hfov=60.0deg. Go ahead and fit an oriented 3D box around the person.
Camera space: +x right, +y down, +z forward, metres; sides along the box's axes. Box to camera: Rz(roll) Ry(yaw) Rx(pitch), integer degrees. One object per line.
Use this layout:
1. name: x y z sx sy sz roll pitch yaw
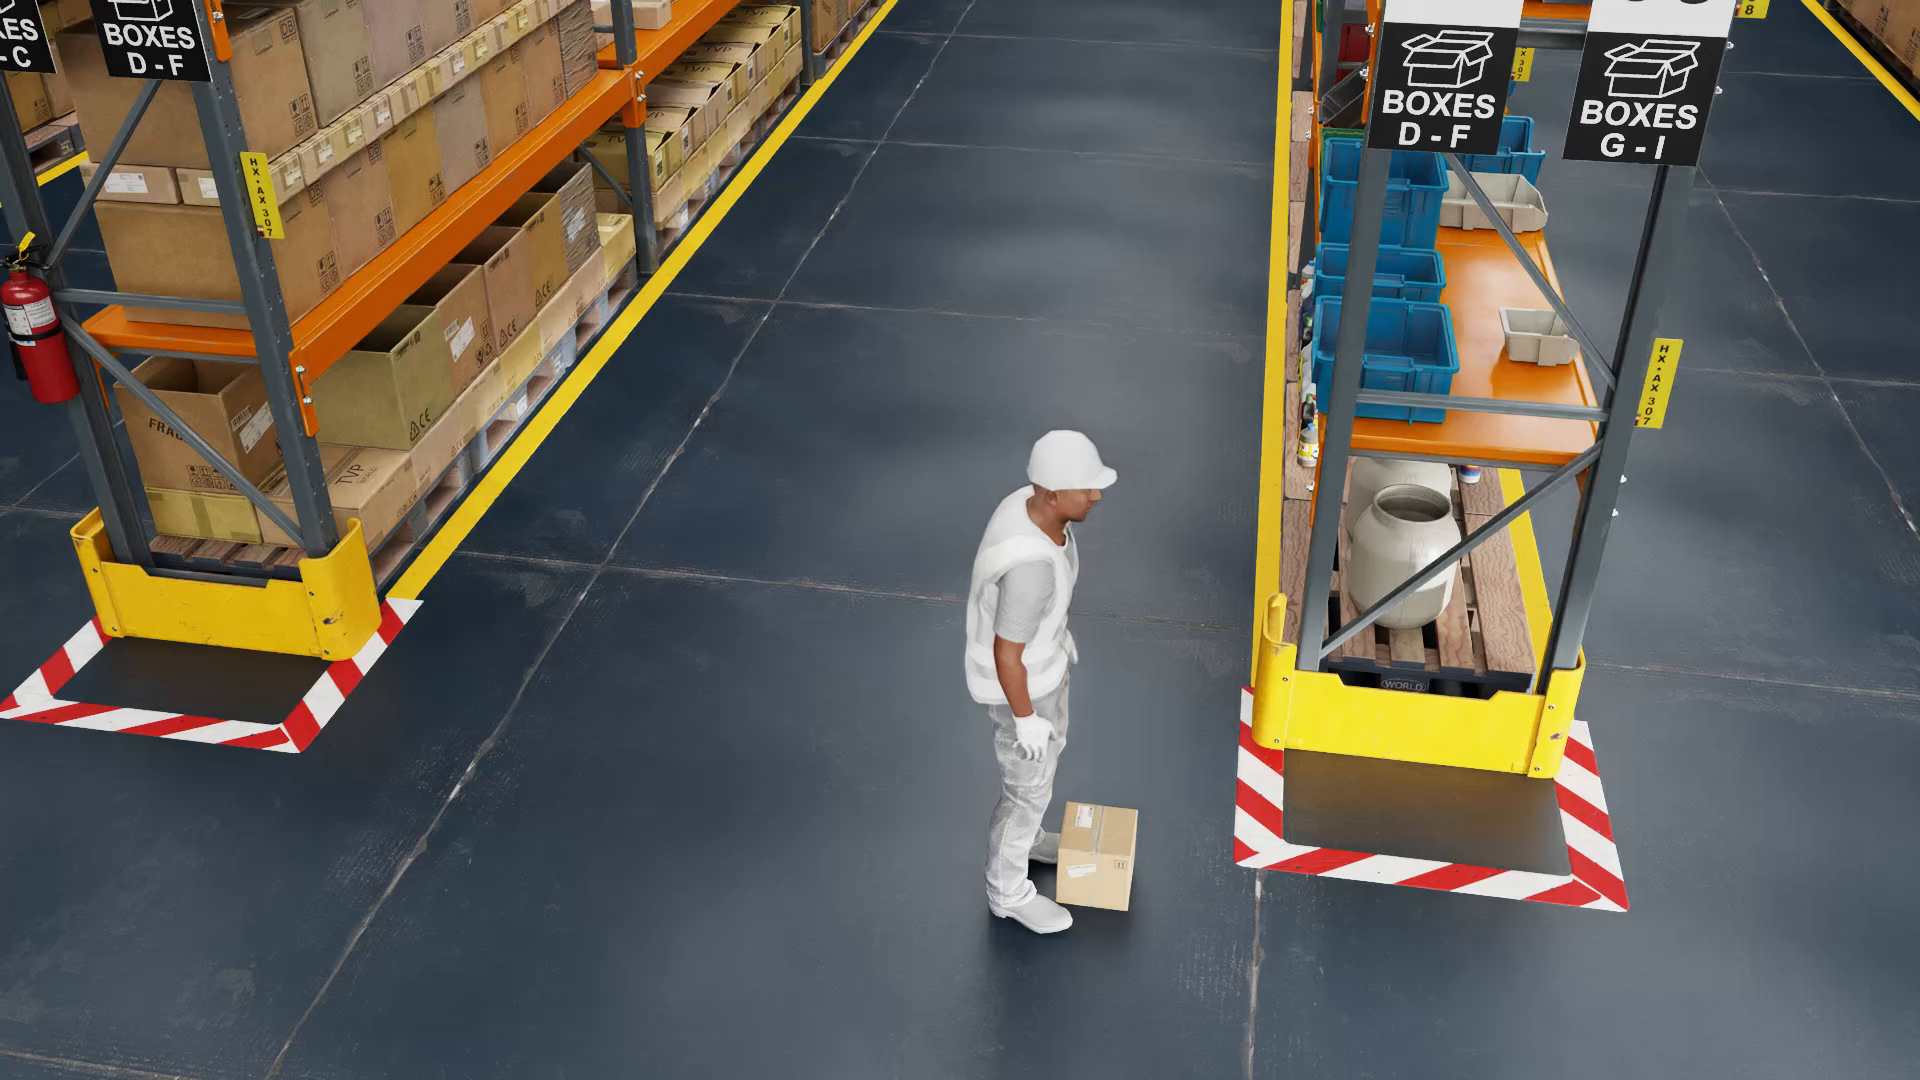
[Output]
1. person: 0.249 0.441 5.423 0.446 1.775 0.617 7 33 10
